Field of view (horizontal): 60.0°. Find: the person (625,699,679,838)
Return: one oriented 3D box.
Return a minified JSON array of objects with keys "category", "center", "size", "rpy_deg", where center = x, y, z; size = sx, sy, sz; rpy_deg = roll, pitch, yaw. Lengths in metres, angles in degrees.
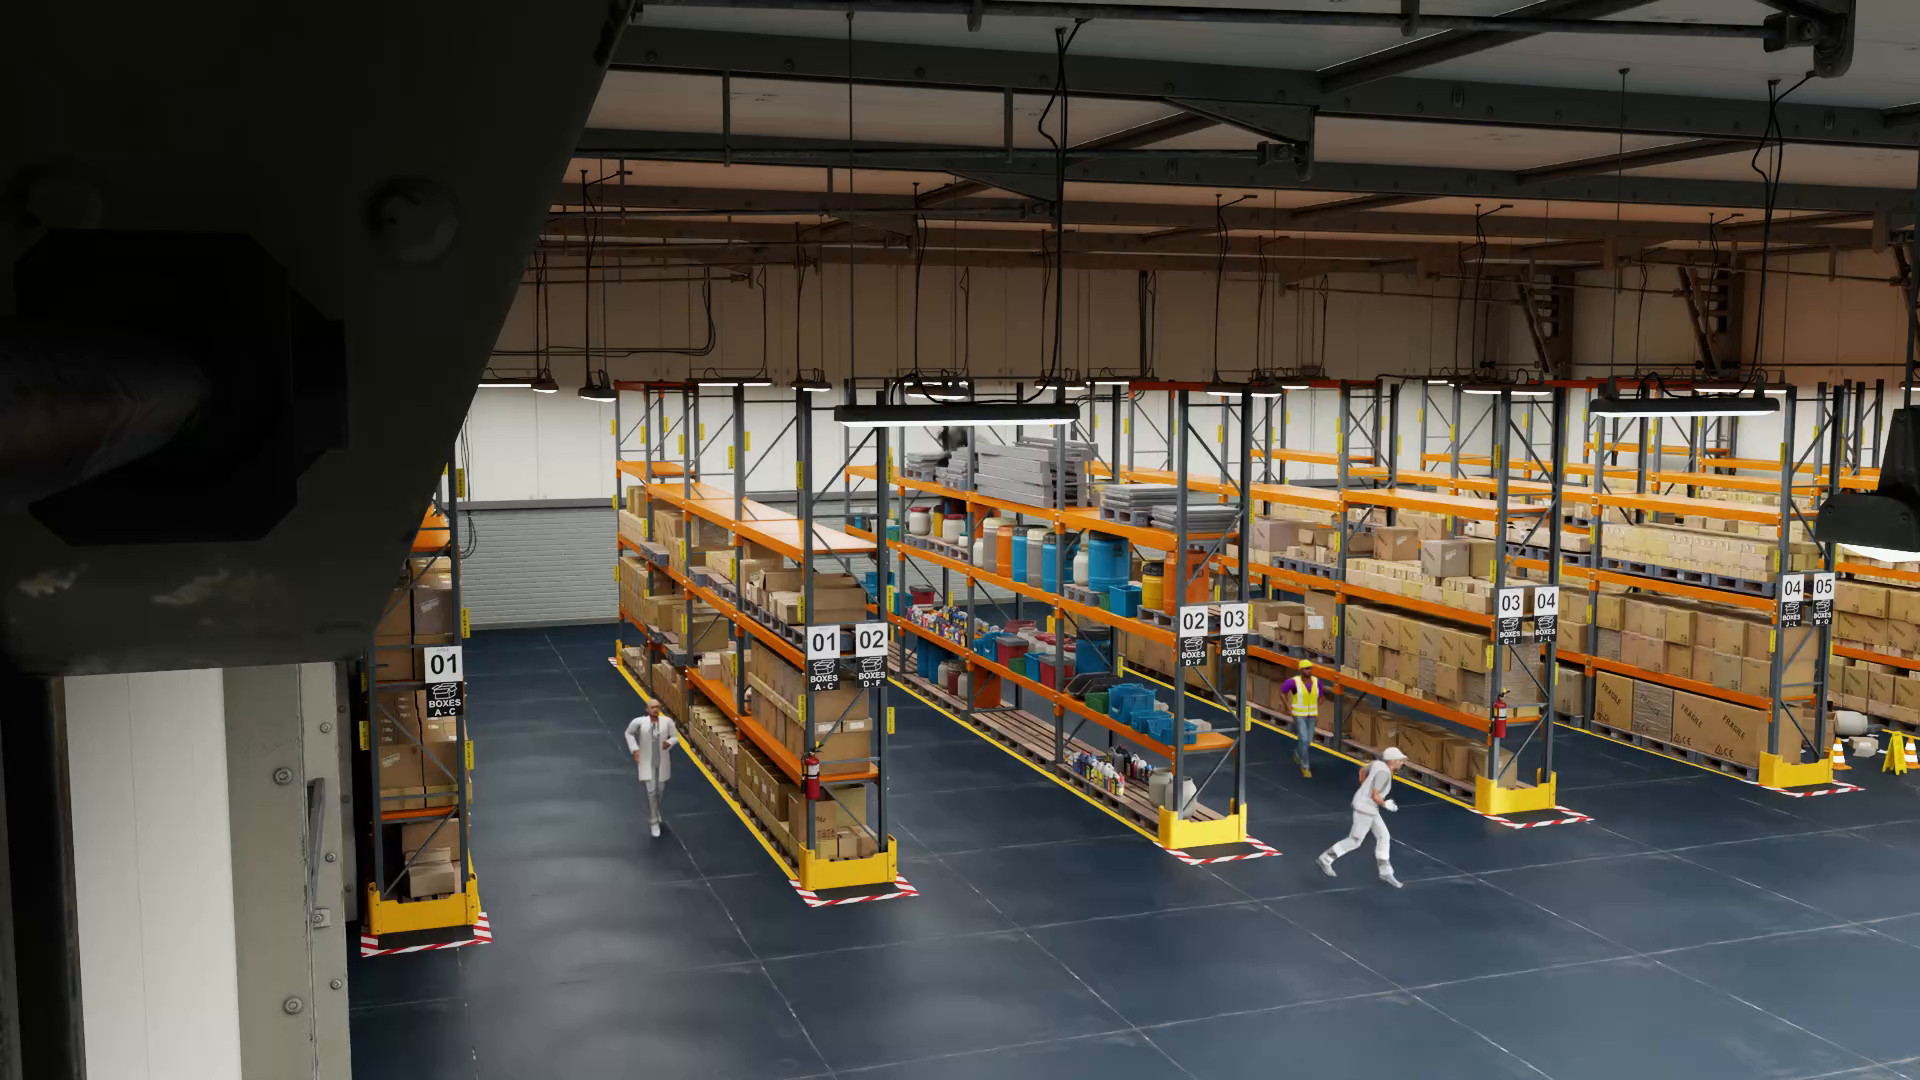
[{"category":"person","center":[-4.165,3.055,22.624],"size":[0.699,1.820,0.875],"rpy_deg":[-3,7,-23]}]

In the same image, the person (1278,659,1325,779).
[{"category":"person","center":[5.333,2.741,25.763],"size":[0.703,1.812,0.773],"rpy_deg":[-2,6,-17]}]

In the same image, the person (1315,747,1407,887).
[{"category":"person","center":[4.884,3.361,20.272],"size":[1.060,1.730,0.697],"rpy_deg":[1,6,6]}]
